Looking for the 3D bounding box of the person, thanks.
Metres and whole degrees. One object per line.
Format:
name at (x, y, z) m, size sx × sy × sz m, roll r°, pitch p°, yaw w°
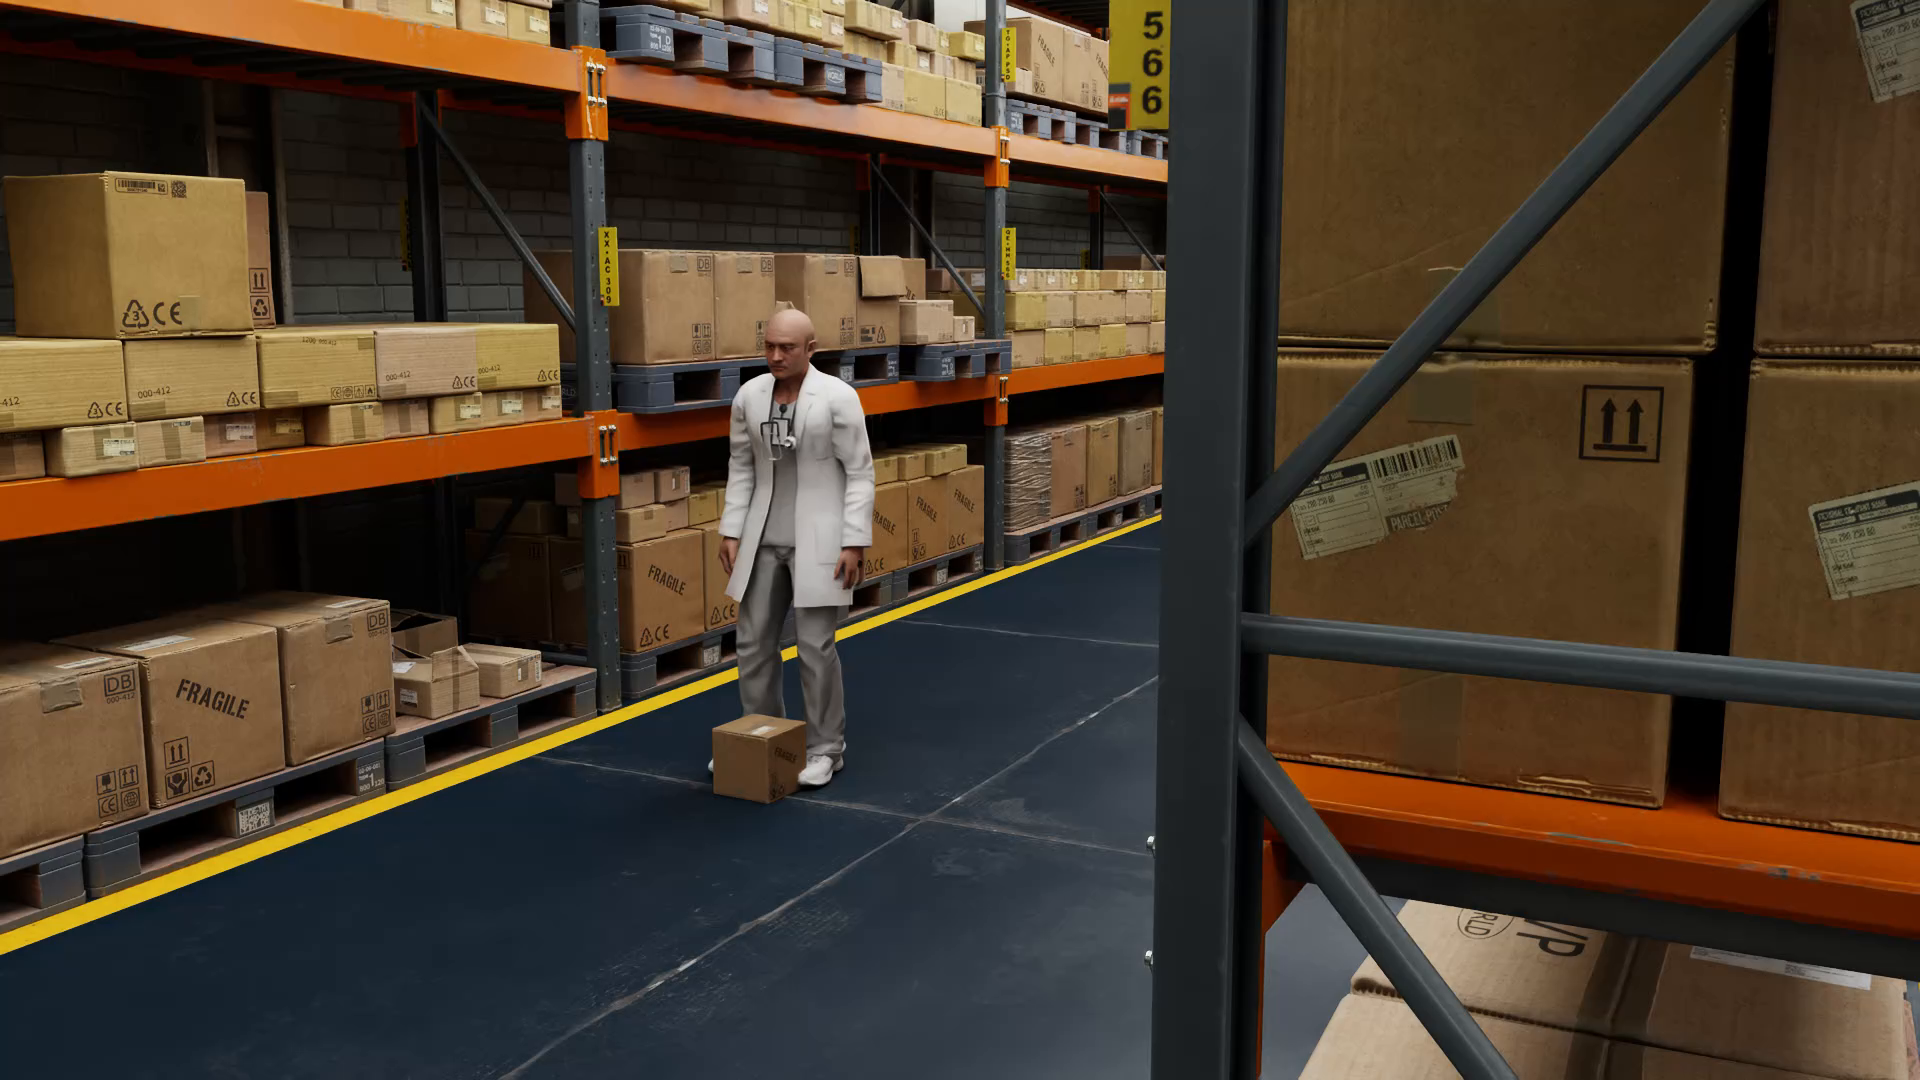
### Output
person at (-0.629, 0.021, 6.280) m, size 0.643 × 1.772 × 0.429 m, roll 4°, pitch 10°, yaw 23°
